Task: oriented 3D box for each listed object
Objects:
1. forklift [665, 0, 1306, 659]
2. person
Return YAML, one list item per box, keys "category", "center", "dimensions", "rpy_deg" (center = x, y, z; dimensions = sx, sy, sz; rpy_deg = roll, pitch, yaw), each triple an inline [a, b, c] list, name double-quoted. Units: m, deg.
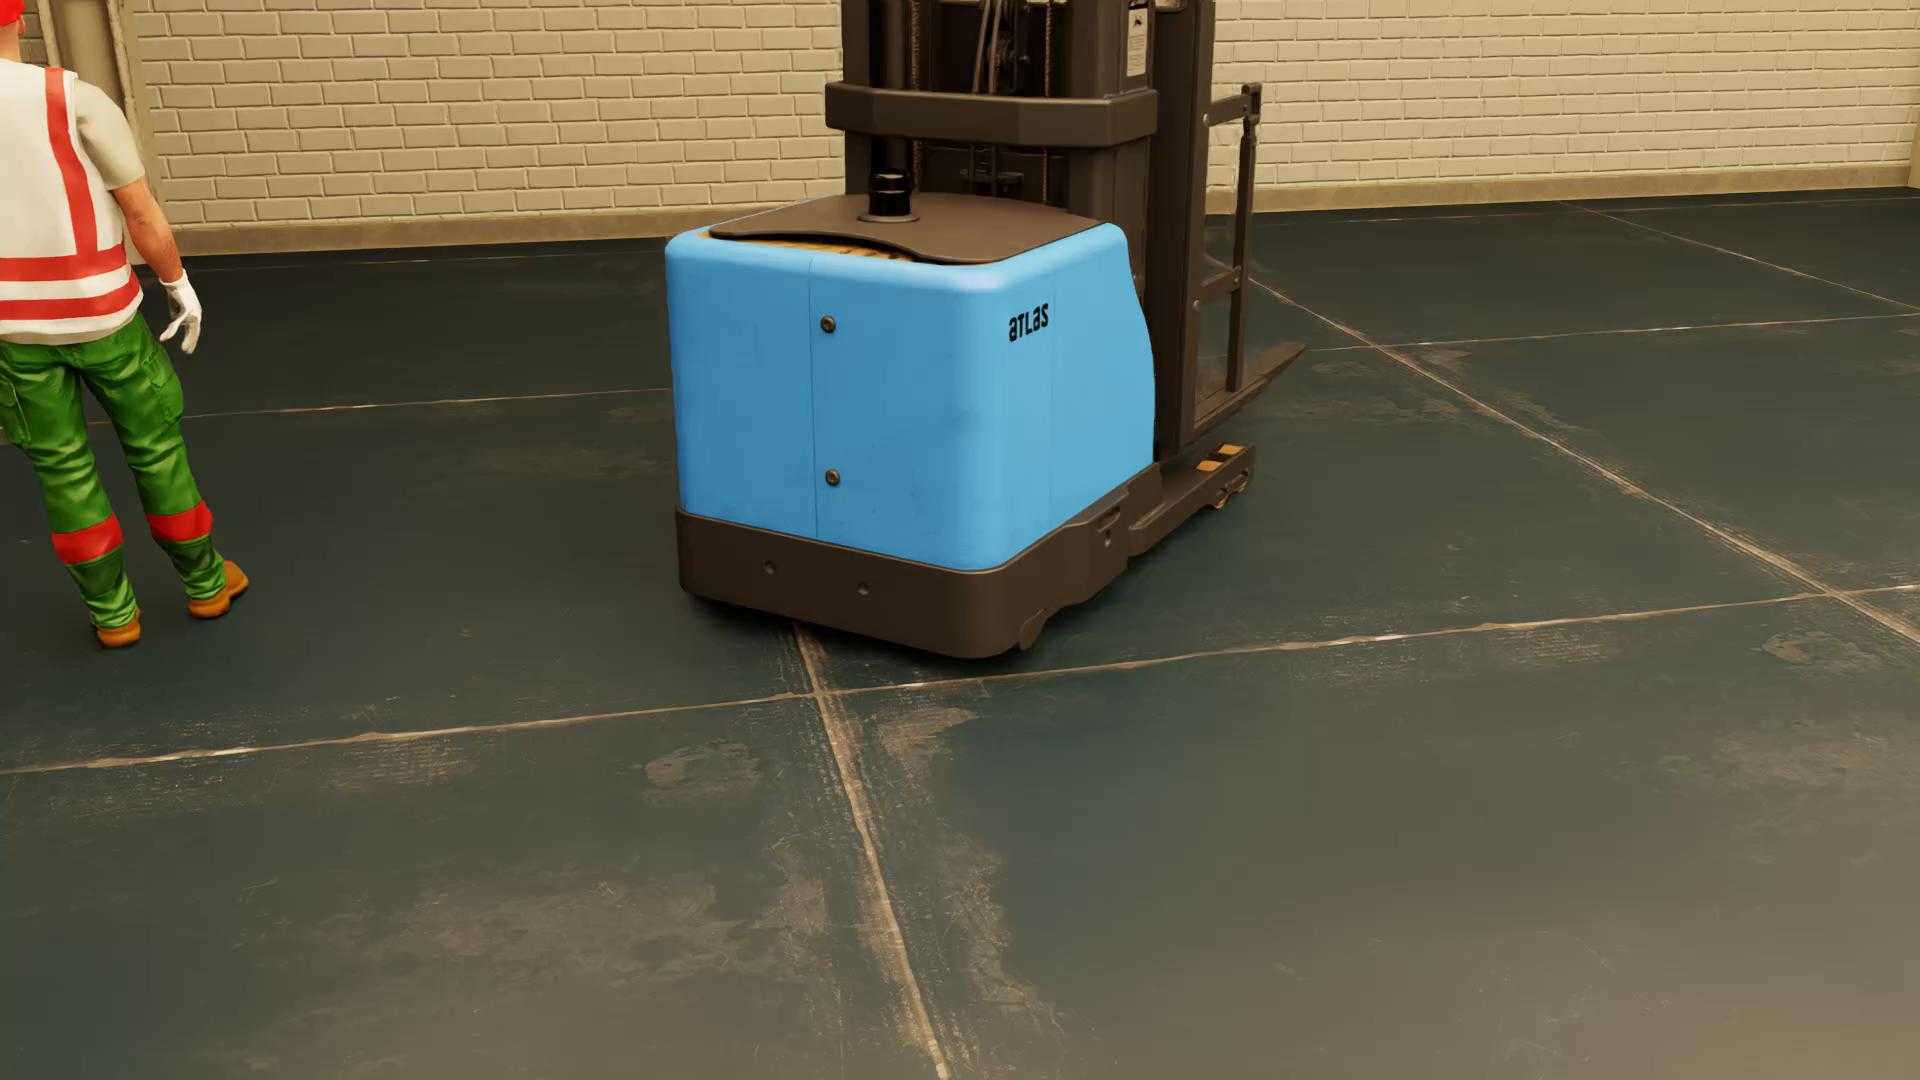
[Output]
- category: "forklift"
  center: [0.364, -1.543, 5.230]
  dimensions: [1.130, 2.935, 3.031]
  rpy_deg: [11, 24, 27]
- category: "person"
  center: [-2.322, -0.594, 4.329]
  dimensions: [0.643, 1.789, 0.565]
  rpy_deg: [-7, 22, -18]
